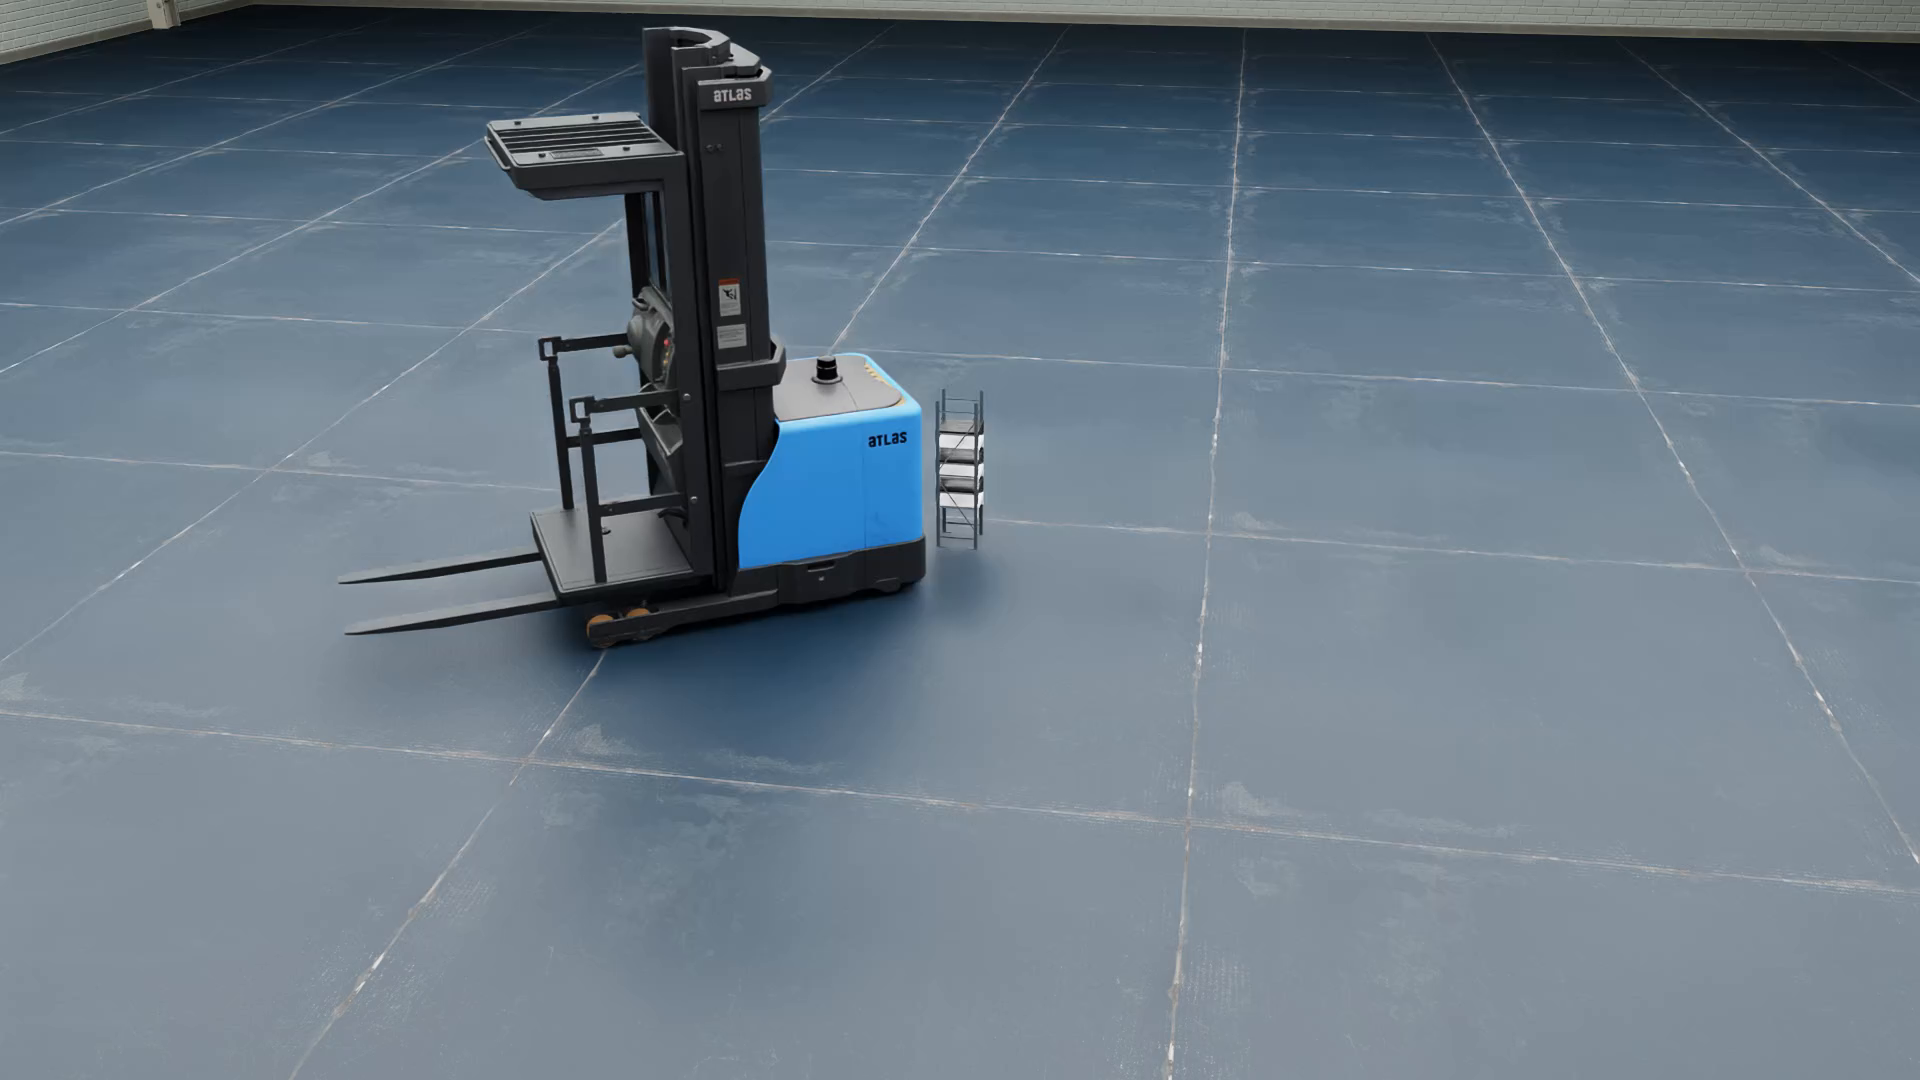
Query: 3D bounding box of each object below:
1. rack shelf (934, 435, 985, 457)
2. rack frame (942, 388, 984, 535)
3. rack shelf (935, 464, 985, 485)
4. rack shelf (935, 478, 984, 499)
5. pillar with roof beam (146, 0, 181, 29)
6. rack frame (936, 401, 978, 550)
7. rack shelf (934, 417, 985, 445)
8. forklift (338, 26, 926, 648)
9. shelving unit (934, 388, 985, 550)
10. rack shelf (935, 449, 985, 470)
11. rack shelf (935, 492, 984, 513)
[{"bbox_3d":[-0.001,-0.537,9.490,0.258,0.077,0.200,4,25,9],"label":"rack shelf"},{"bbox_3d":[0.015,-0.447,9.643,0.240,0.900,0.006,4,25,9],"label":"rack frame"},{"bbox_3d":[-0.001,-0.374,9.566,0.258,0.077,0.200,4,25,9],"label":"rack shelf"},{"bbox_3d":[-0.001,-0.292,9.604,0.258,0.077,0.200,4,25,9],"label":"rack shelf"},{"bbox_3d":[-9.410,-12.608,26.071,9.100,9.000,0.400,4,25,9],"label":"pillar with roof beam"},{"bbox_3d":[-0.018,-0.362,9.461,0.240,0.900,0.006,4,25,9],"label":"rack frame"},{"bbox_3d":[-0.001,-0.619,9.452,0.258,0.077,0.200,4,25,9],"label":"rack shelf"},{"bbox_3d":[-1.759,-1.026,8.485,3.031,2.935,1.130,-9,27,-19],"label":"forklift"},{"bbox_3d":[-0.001,-0.404,9.552,0.258,0.900,0.210,4,25,9],"label":"shelving unit"},{"bbox_3d":[-0.001,-0.455,9.528,0.258,0.077,0.200,4,25,9],"label":"rack shelf"},{"bbox_3d":[-0.001,-0.211,9.642,0.258,0.077,0.200,4,25,9],"label":"rack shelf"}]
